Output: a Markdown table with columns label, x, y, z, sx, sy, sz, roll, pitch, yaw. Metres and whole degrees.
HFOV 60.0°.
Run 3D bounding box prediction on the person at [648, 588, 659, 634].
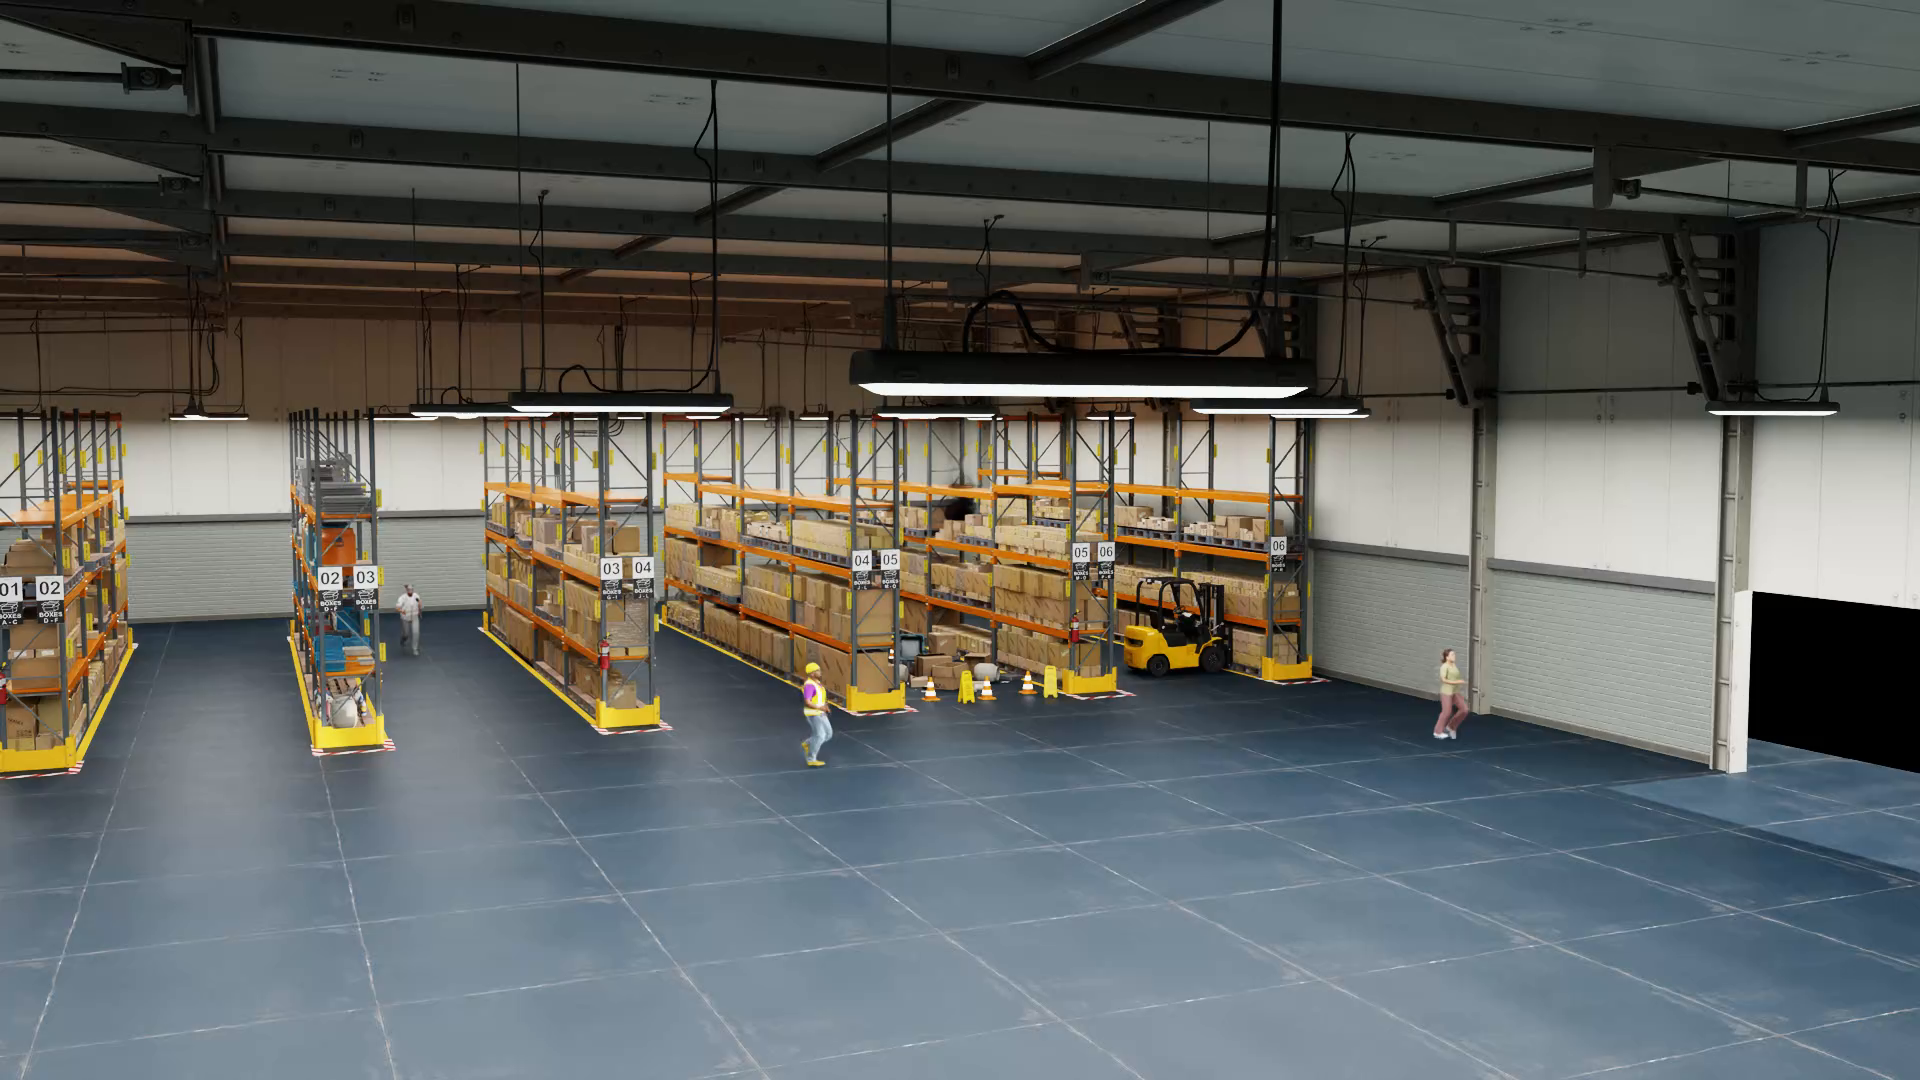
| label | x | y | z | sx | sy | sz | roll | pitch | yaw |
| --- | --- | --- | --- | --- | --- | --- | --- | --- | --- |
| person | -8.290 | 1.784 | 44.329 | 0.610 | 1.539 | 0.516 | -2 | 4 | -25 |

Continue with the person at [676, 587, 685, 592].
| label | x | y | z | sx | sy | sz | roll | pitch | yaw |
| --- | --- | --- | --- | --- | --- | --- | --- | --- | --- |
| person | -8.241 | 1.232 | 49.368 | 0.346 | 0.592 | 0.562 | 1 | 4 | 8 |

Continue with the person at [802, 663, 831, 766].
| label | x | y | z | sx | sy | sz | roll | pitch | yaw |
| --- | --- | --- | --- | --- | --- | --- | --- | --- | --- |
| person | -2.403 | 2.913 | 27.853 | 0.587 | 1.723 | 0.747 | 1 | 4 | 9 |

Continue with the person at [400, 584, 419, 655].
| label | x | y | z | sx | sy | sz | roll | pitch | yaw |
| --- | --- | --- | --- | --- | --- | --- | --- | --- | --- |
| person | -13.696 | 1.948 | 41.329 | 0.426 | 1.767 | 0.950 | -2 | 5 | -31 |

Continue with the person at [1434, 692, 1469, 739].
| label | x | y | z | sx | sy | sz | roll | pitch | yaw |
| --- | --- | --- | --- | --- | --- | --- | --- | --- | --- |
| person | 8.852 | 3.113 | 30.052 | 0.350 | 0.987 | 0.625 | -3 | 5 | -38 |
